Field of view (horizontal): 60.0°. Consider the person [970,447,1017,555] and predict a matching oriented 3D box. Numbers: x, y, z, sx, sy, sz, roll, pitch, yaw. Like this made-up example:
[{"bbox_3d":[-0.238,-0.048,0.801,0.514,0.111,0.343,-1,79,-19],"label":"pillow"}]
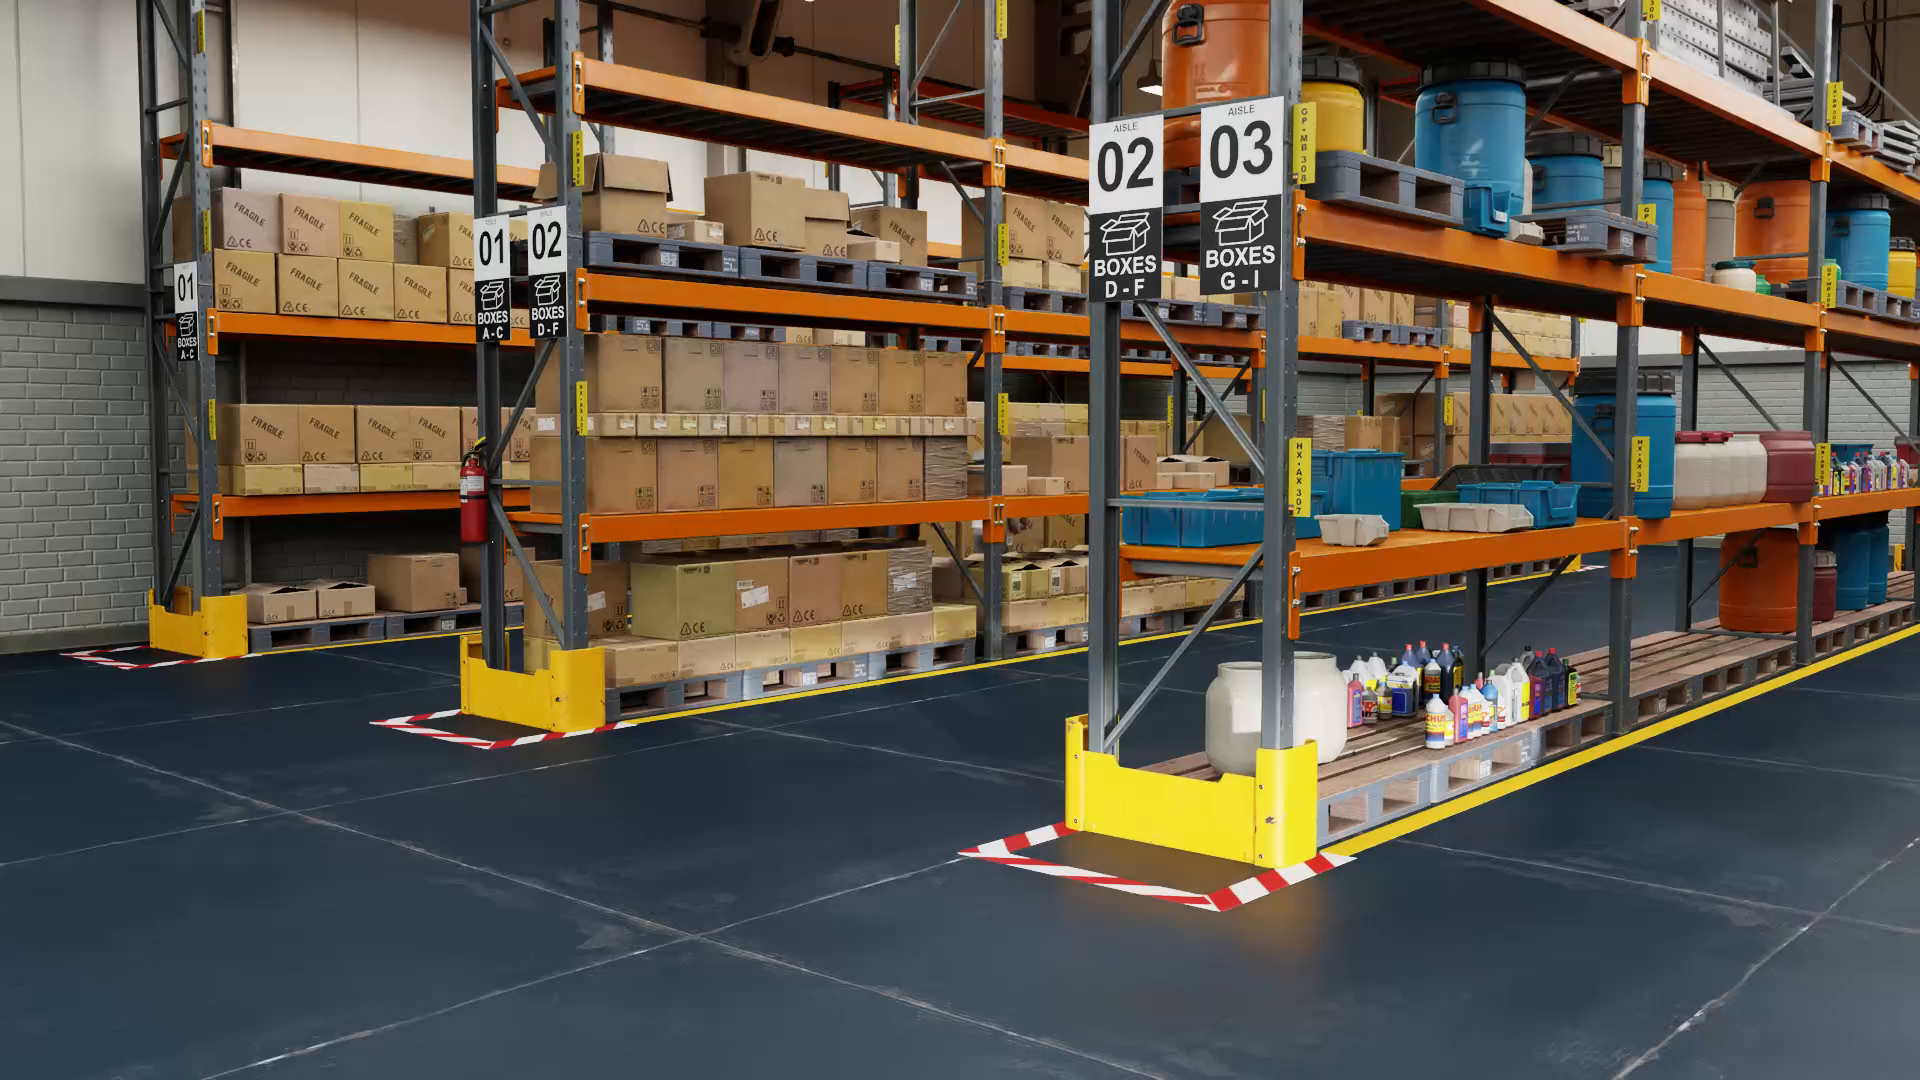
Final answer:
[{"bbox_3d":[0.319,-0.076,16.388,0.468,1.697,0.552,2,4,33],"label":"person"}]
